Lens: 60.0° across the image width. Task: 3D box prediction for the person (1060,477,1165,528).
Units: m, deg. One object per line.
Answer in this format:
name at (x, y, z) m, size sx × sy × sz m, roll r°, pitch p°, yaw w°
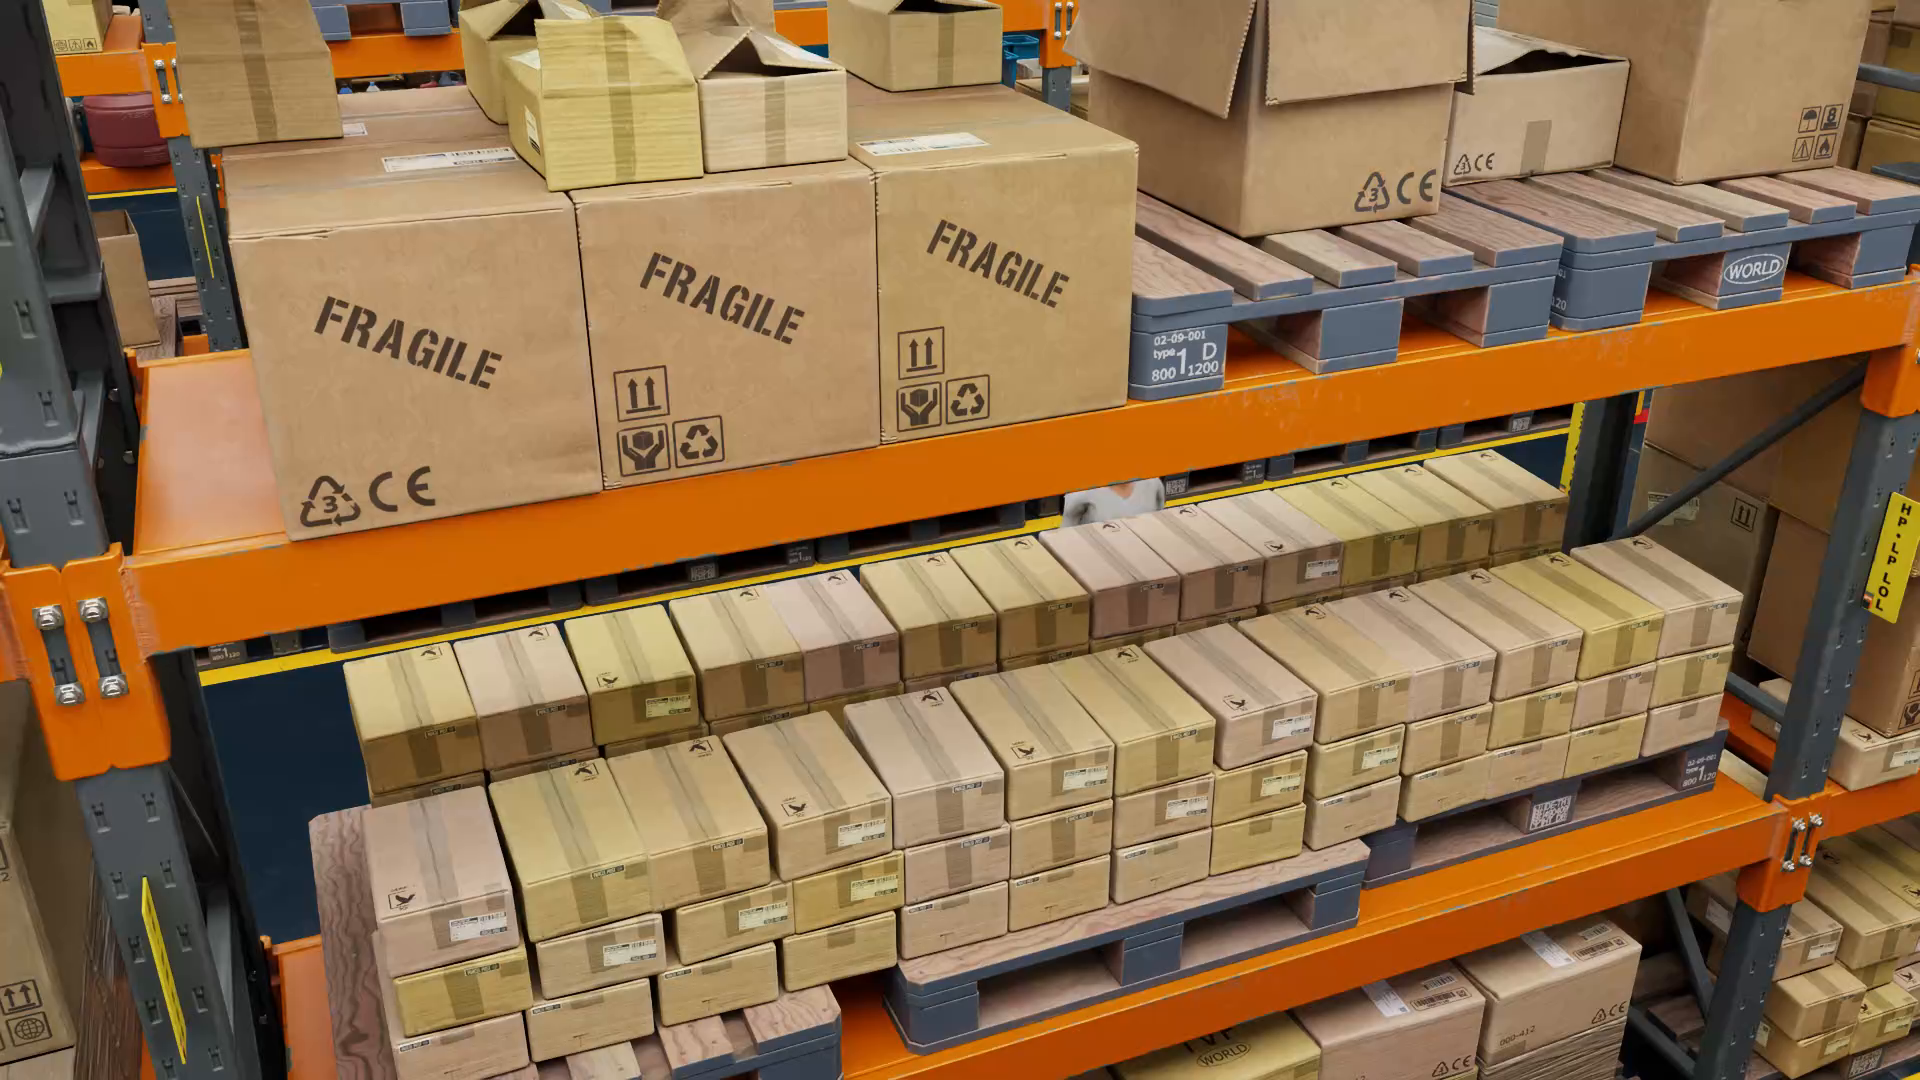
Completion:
person at (0.619, 0.295, 6.561) m, size 0.453 × 1.730 × 0.432 m, roll -10°, pitch 28°, yaw -20°
